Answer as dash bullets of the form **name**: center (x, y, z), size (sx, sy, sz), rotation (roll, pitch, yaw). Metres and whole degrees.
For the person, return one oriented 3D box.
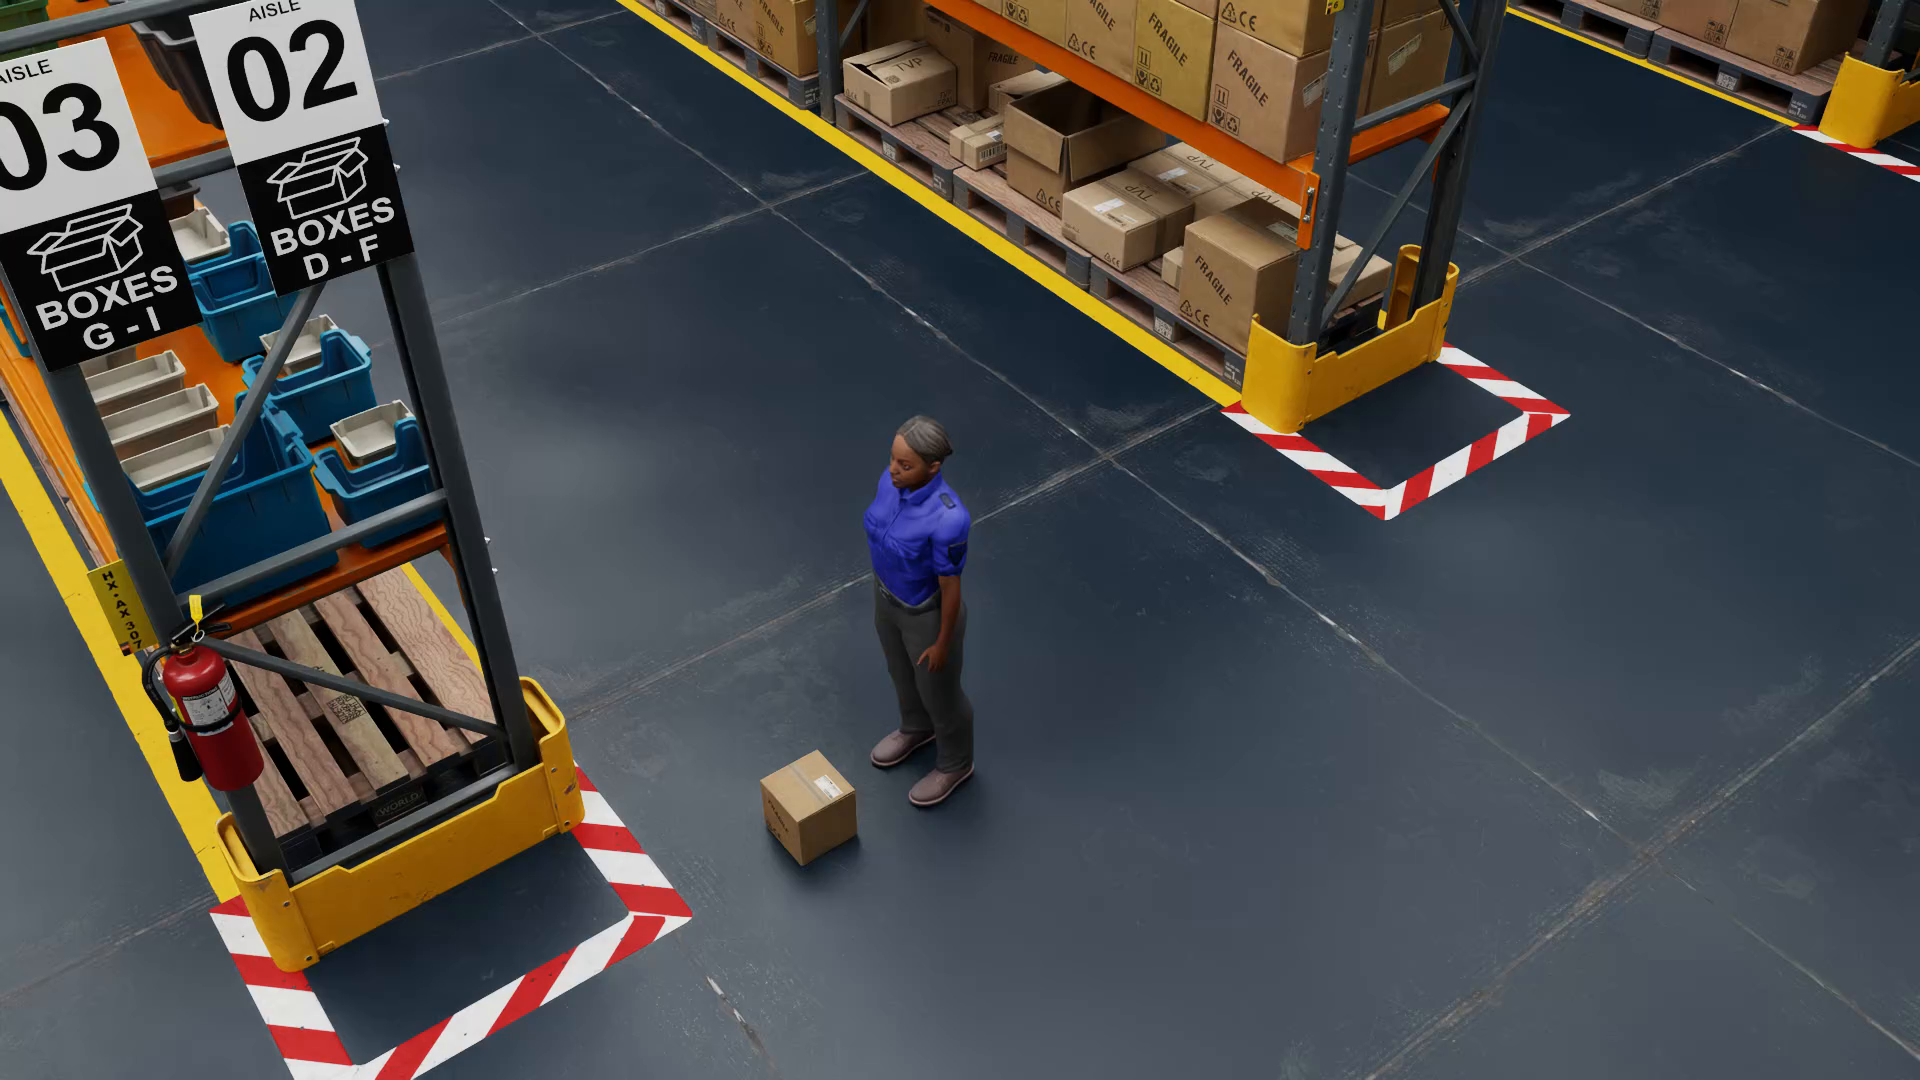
- **person**: center (-0.143, 0.250, 5.867), size (0.309, 1.659, 0.435), rotation (-25, 47, -26)
